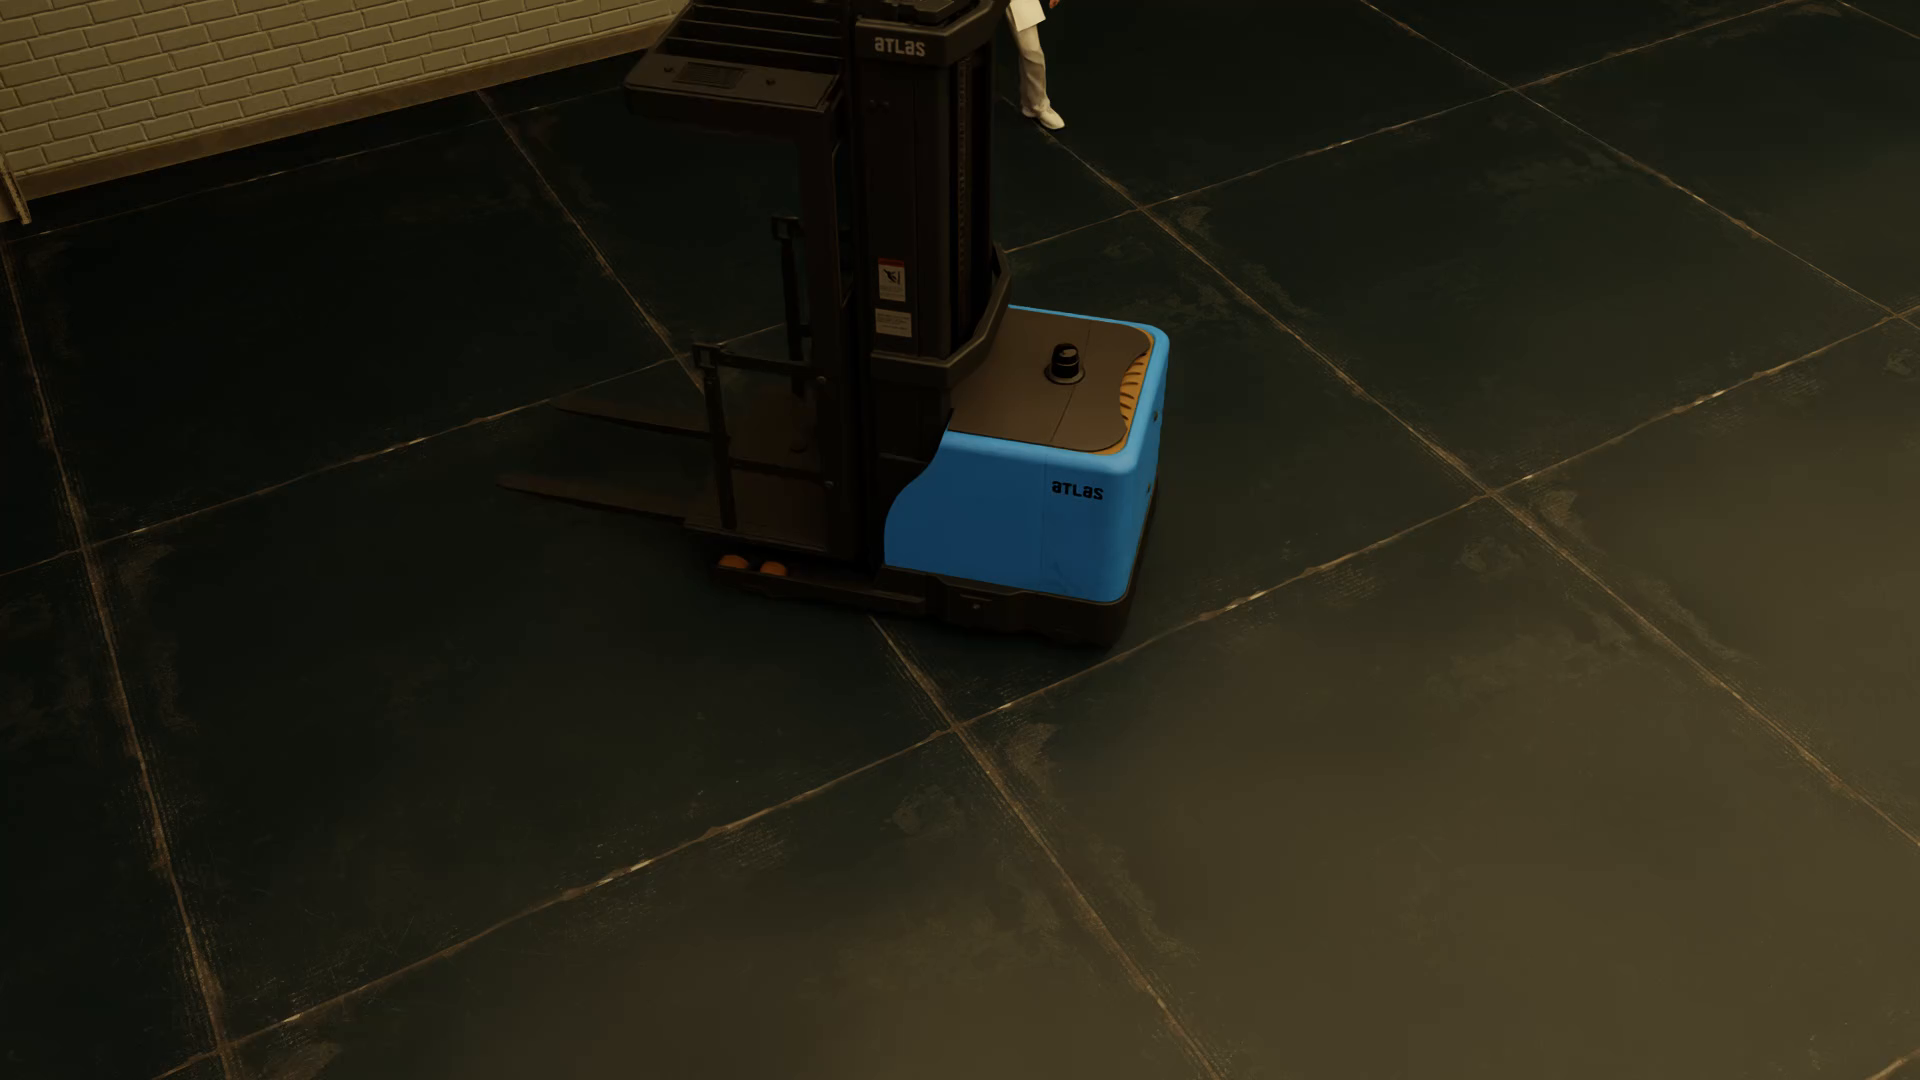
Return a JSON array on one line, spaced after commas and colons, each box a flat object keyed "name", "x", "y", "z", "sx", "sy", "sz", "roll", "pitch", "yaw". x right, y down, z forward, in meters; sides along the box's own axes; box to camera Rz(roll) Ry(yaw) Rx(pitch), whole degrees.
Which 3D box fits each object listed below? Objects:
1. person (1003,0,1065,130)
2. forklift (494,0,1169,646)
[{"name": "person", "x": 0.261, "y": -3.427, "z": 10.288, "sx": 0.922, "sy": 1.746, "sz": 0.476, "roll": 10, "pitch": 44, "yaw": 11}, {"name": "forklift", "x": -0.644, "y": -1.151, "z": 6.939, "sx": 3.031, "sy": 2.935, "sz": 1.130, "roll": 10, "pitch": 44, "yaw": 10}]
